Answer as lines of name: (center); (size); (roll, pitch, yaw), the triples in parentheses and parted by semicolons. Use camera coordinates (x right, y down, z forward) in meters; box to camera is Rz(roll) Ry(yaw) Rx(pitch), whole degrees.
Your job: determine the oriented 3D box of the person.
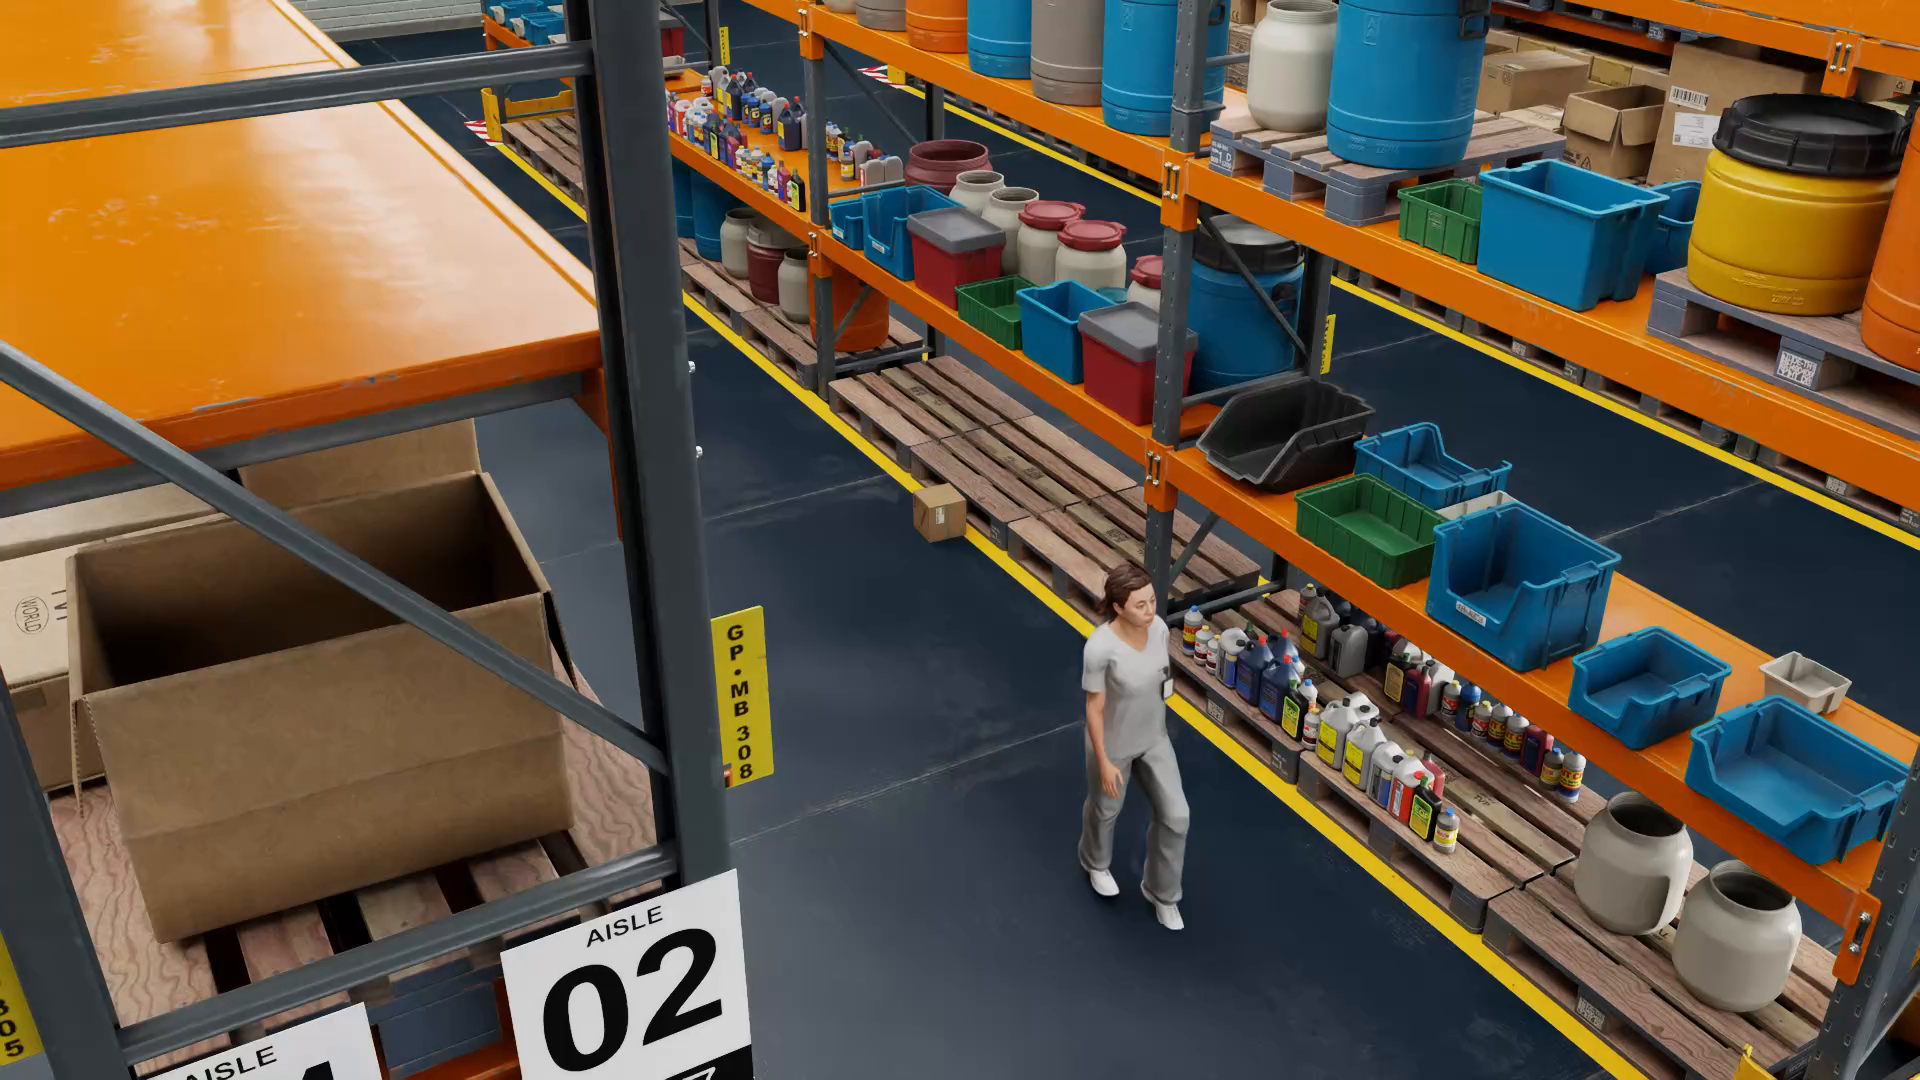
person: (0.713, 0.897, 6.992); (0.457, 1.739, 0.592); (-15, 32, -25)
